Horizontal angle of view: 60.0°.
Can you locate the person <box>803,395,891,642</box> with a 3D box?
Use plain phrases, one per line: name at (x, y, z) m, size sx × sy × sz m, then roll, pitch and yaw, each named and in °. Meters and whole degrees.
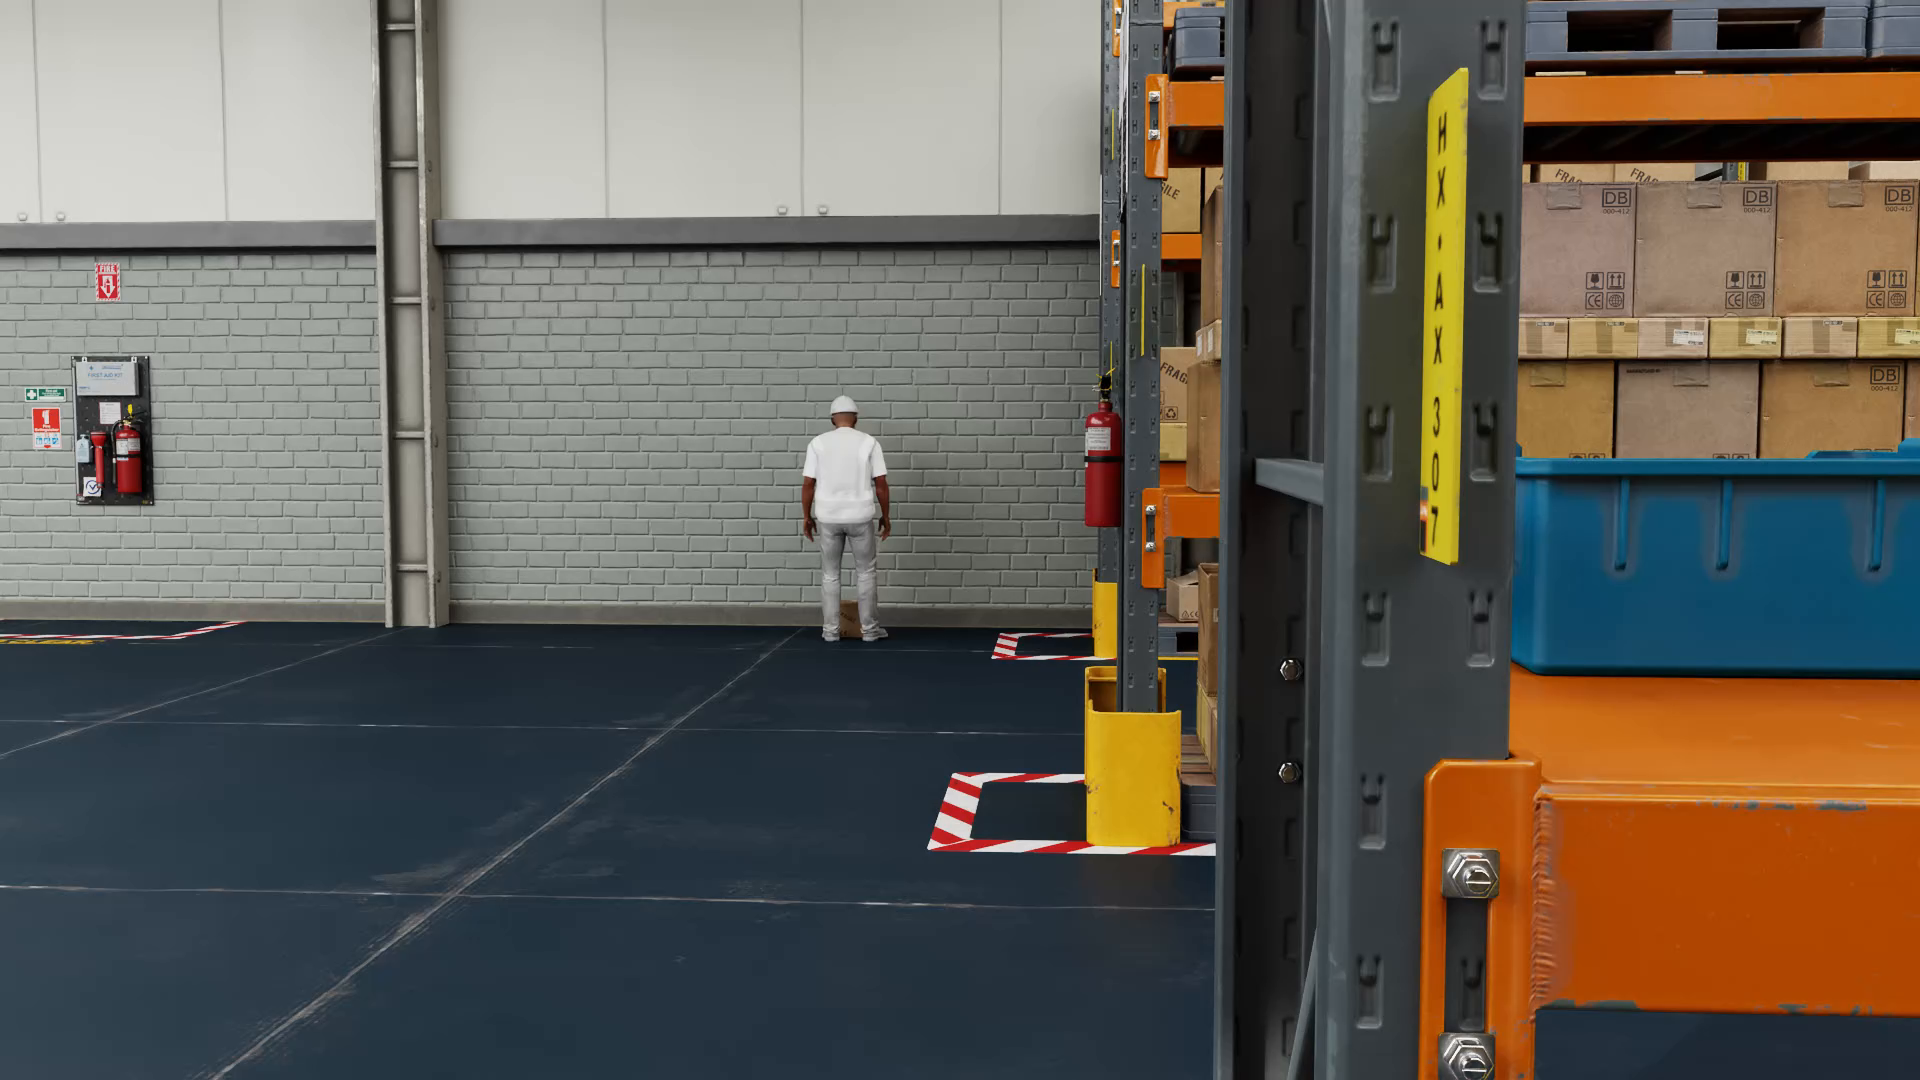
person at (-0.810, -0.158, 11.959) m, size 0.627 × 1.761 × 0.460 m, roll 0°, pitch 4°, yaw 3°
